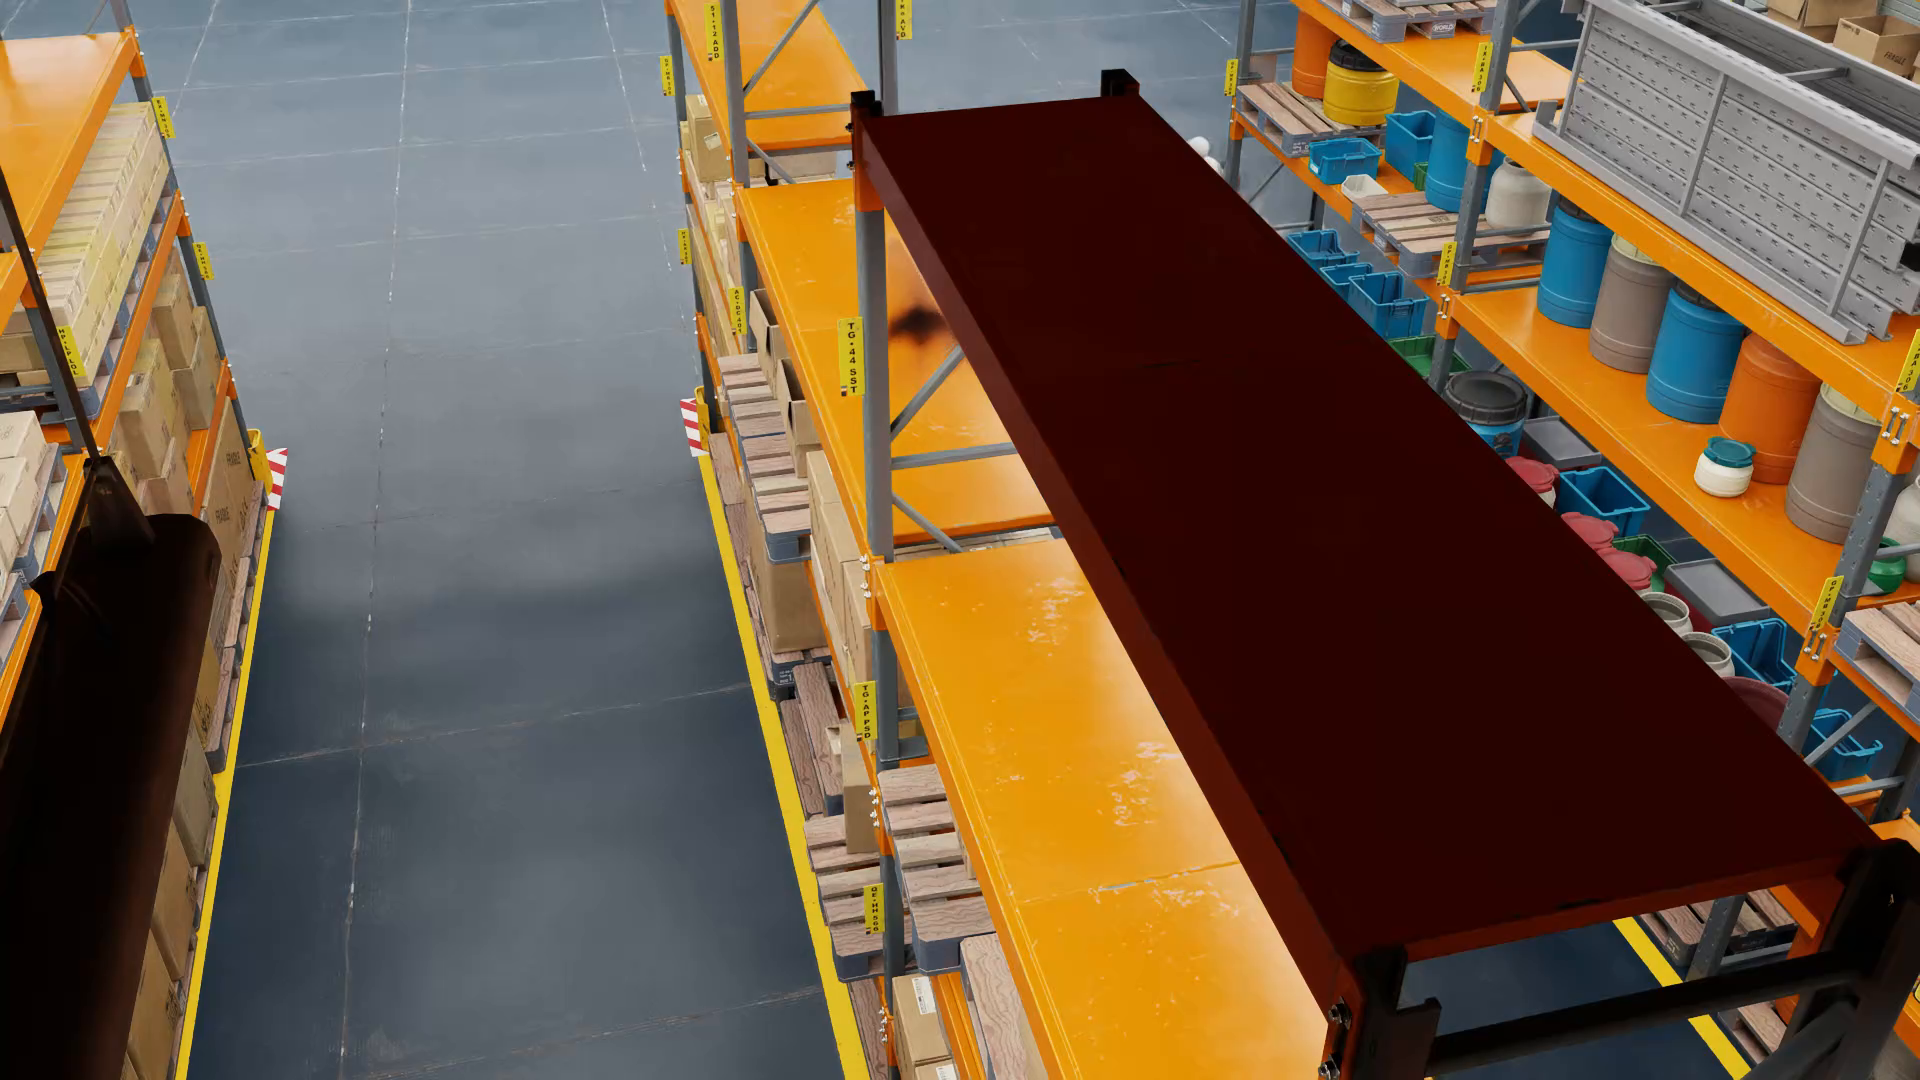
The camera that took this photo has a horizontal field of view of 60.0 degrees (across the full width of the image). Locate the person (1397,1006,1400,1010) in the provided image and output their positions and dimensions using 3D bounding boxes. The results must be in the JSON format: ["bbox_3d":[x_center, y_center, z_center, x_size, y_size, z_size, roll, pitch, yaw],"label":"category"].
[{"bbox_3d":[2.437,2.049,9.560,0.663,1.748,0.780,-13,37,-18],"label":"person"}]

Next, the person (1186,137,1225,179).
[{"bbox_3d":[2.514,-3.306,17.353,0.839,1.828,0.678,11,36,16],"label":"person"}]
